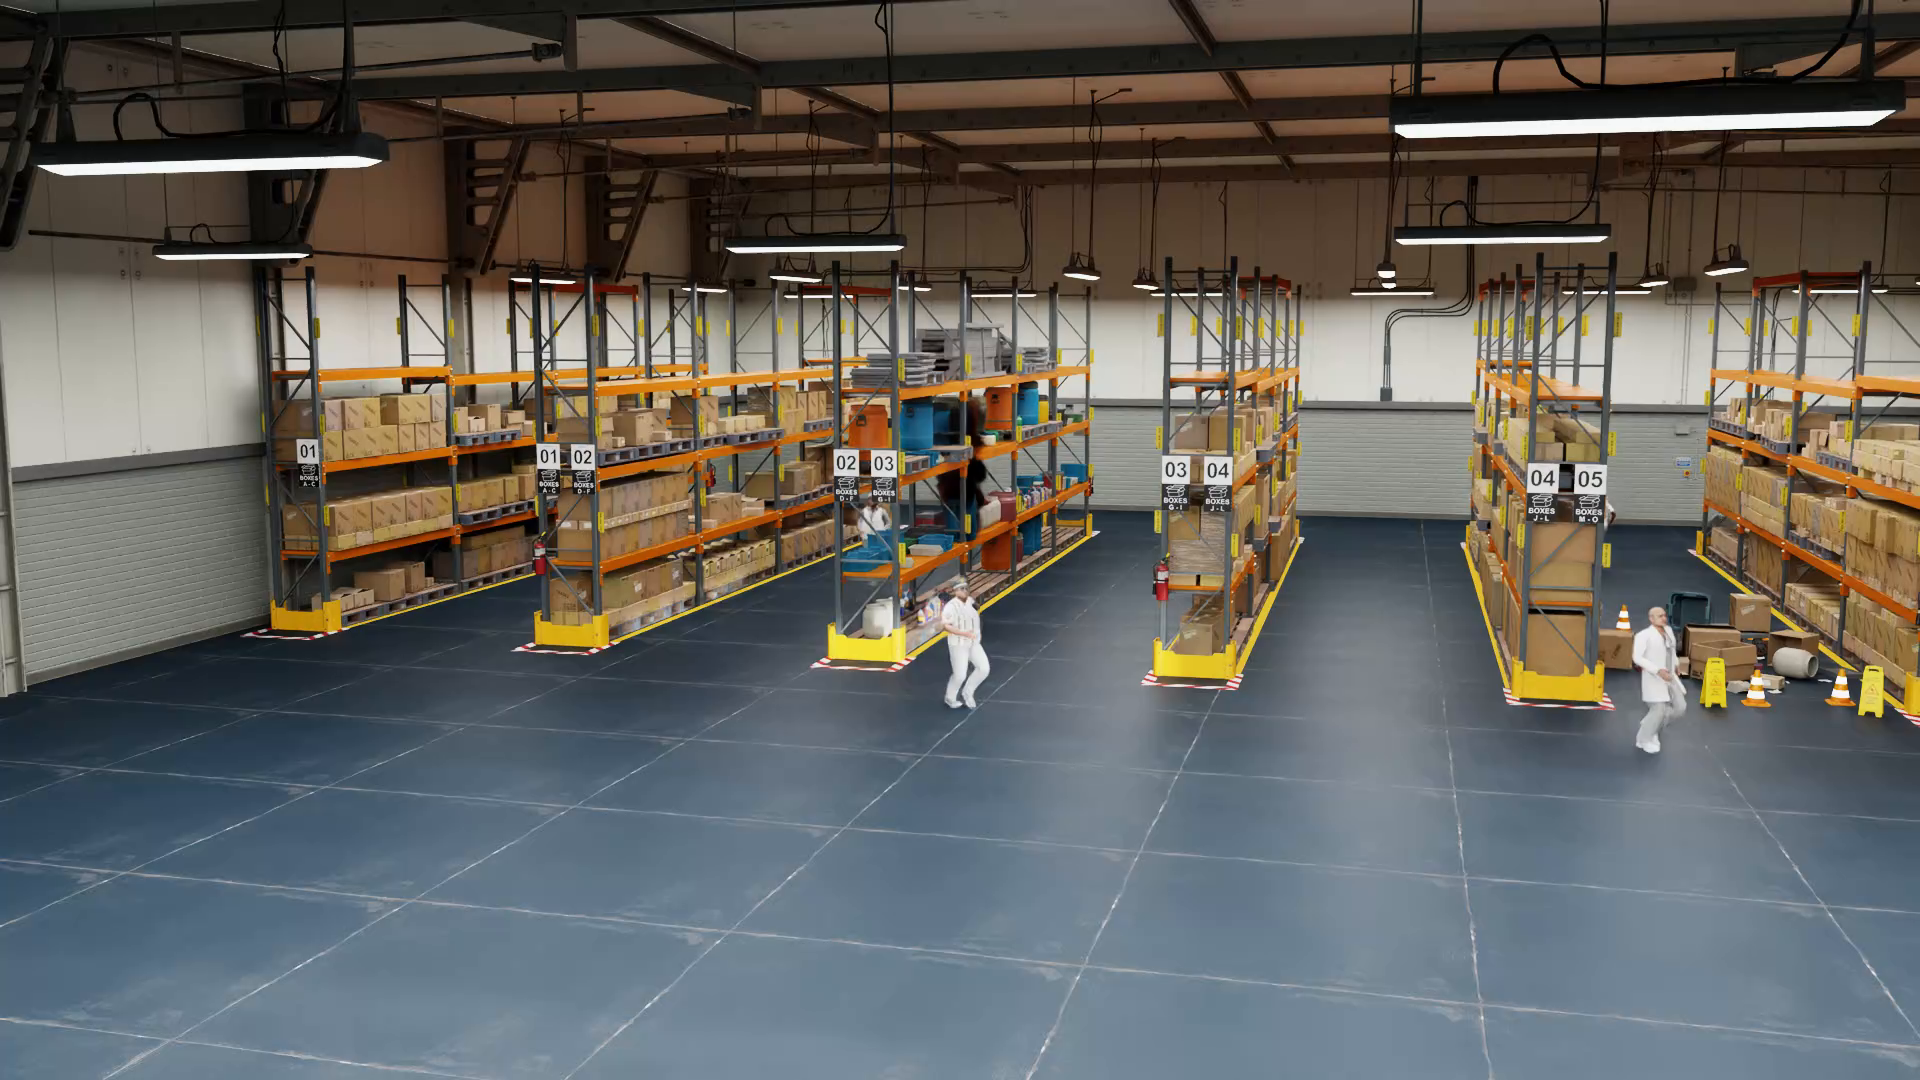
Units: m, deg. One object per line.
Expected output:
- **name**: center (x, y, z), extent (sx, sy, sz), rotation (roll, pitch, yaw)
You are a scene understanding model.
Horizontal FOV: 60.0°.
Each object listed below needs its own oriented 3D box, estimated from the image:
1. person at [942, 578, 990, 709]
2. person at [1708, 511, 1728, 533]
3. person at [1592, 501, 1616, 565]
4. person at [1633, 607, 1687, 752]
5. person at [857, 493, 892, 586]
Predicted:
- **person**: center (0.074, 1.371, 21.932), extent (0.674, 1.776, 0.680), rotation (-6, 9, -40)
- **person**: center (17.381, -0.587, 37.865), extent (0.638, 1.557, 0.529), rotation (4, 8, 28)
- **person**: center (13.371, -0.257, 34.815), extent (0.578, 1.675, 0.865), rotation (0, 7, 1)
- **person**: center (8.283, 1.656, 19.669), extent (0.714, 1.738, 0.585), rotation (-3, 8, -24)
- **person**: center (-1.595, -0.016, 30.565), extent (0.657, 1.743, 0.562), rotation (1, 7, 10)
